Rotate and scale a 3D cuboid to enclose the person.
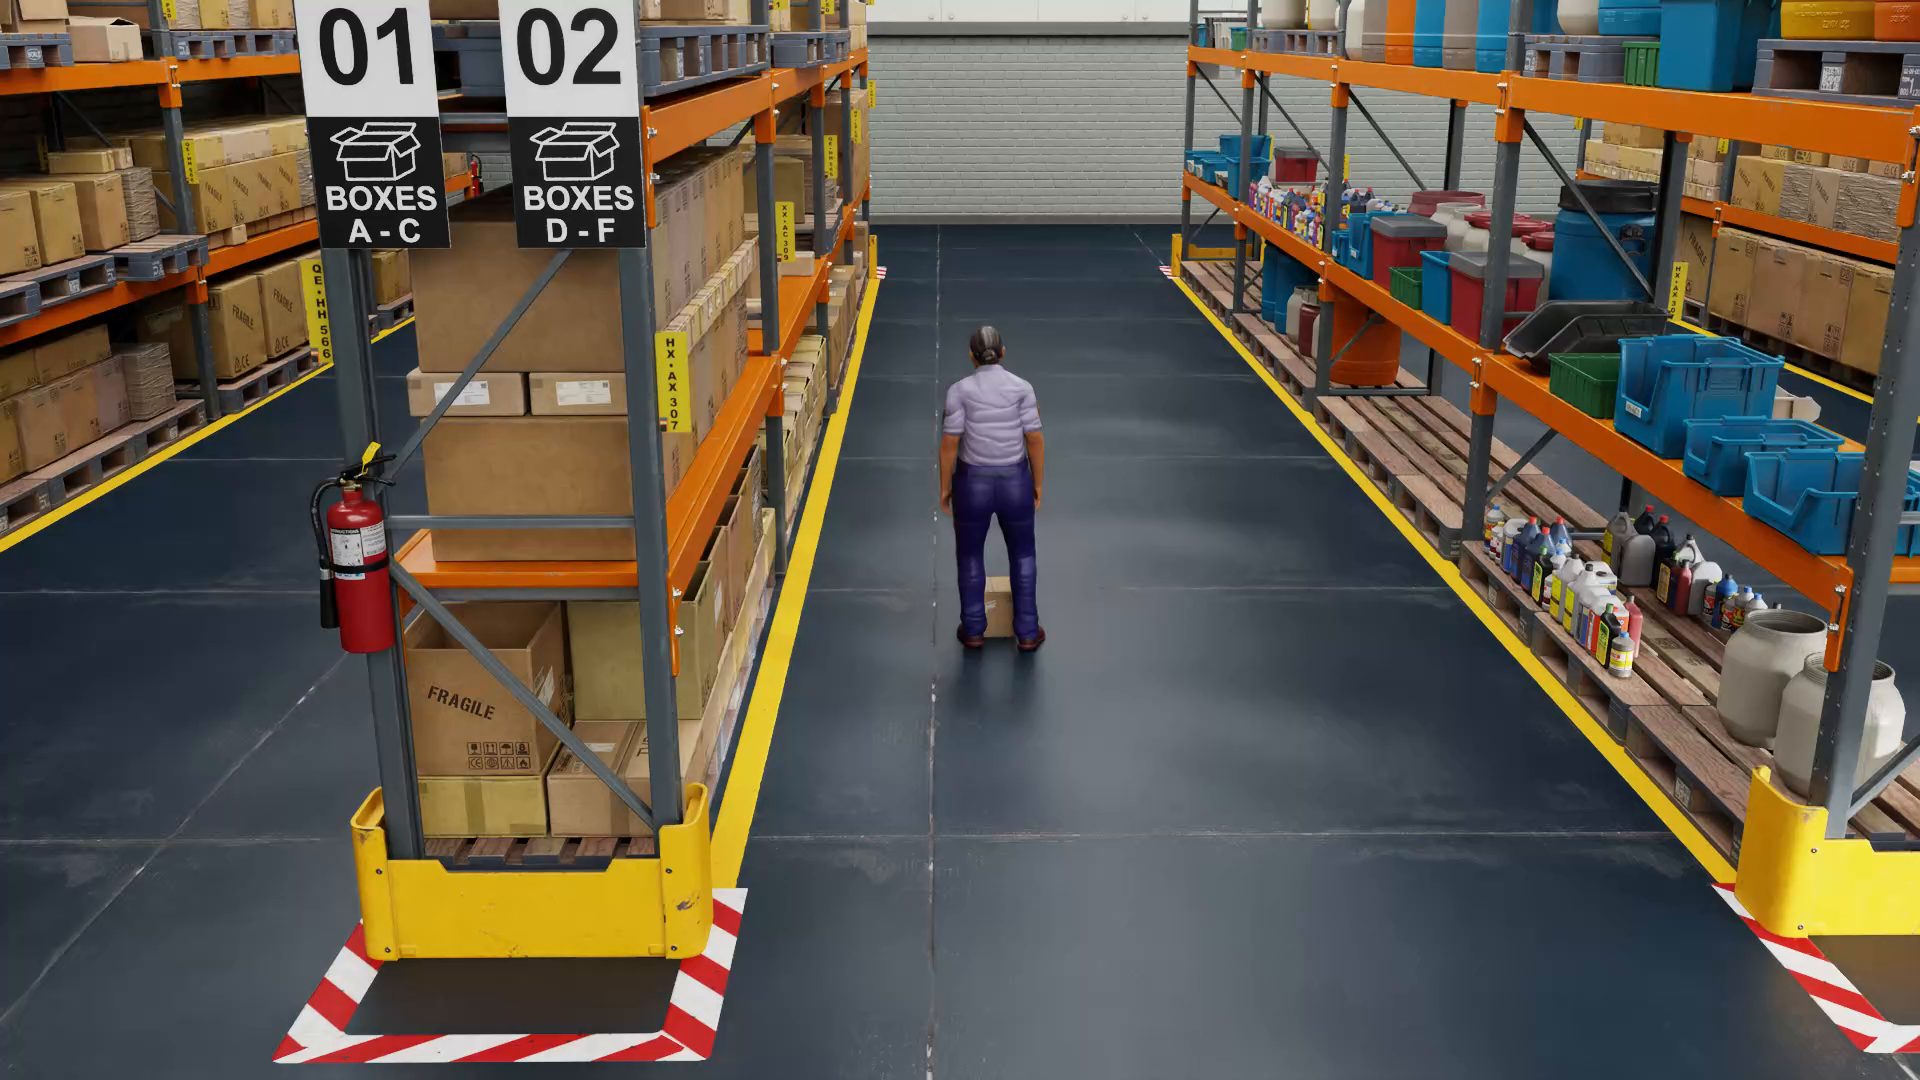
[{"bbox_3d":[0.170,-0.255,8.380,0.562,1.653,0.418,-1,17,-3],"label":"person"}]
